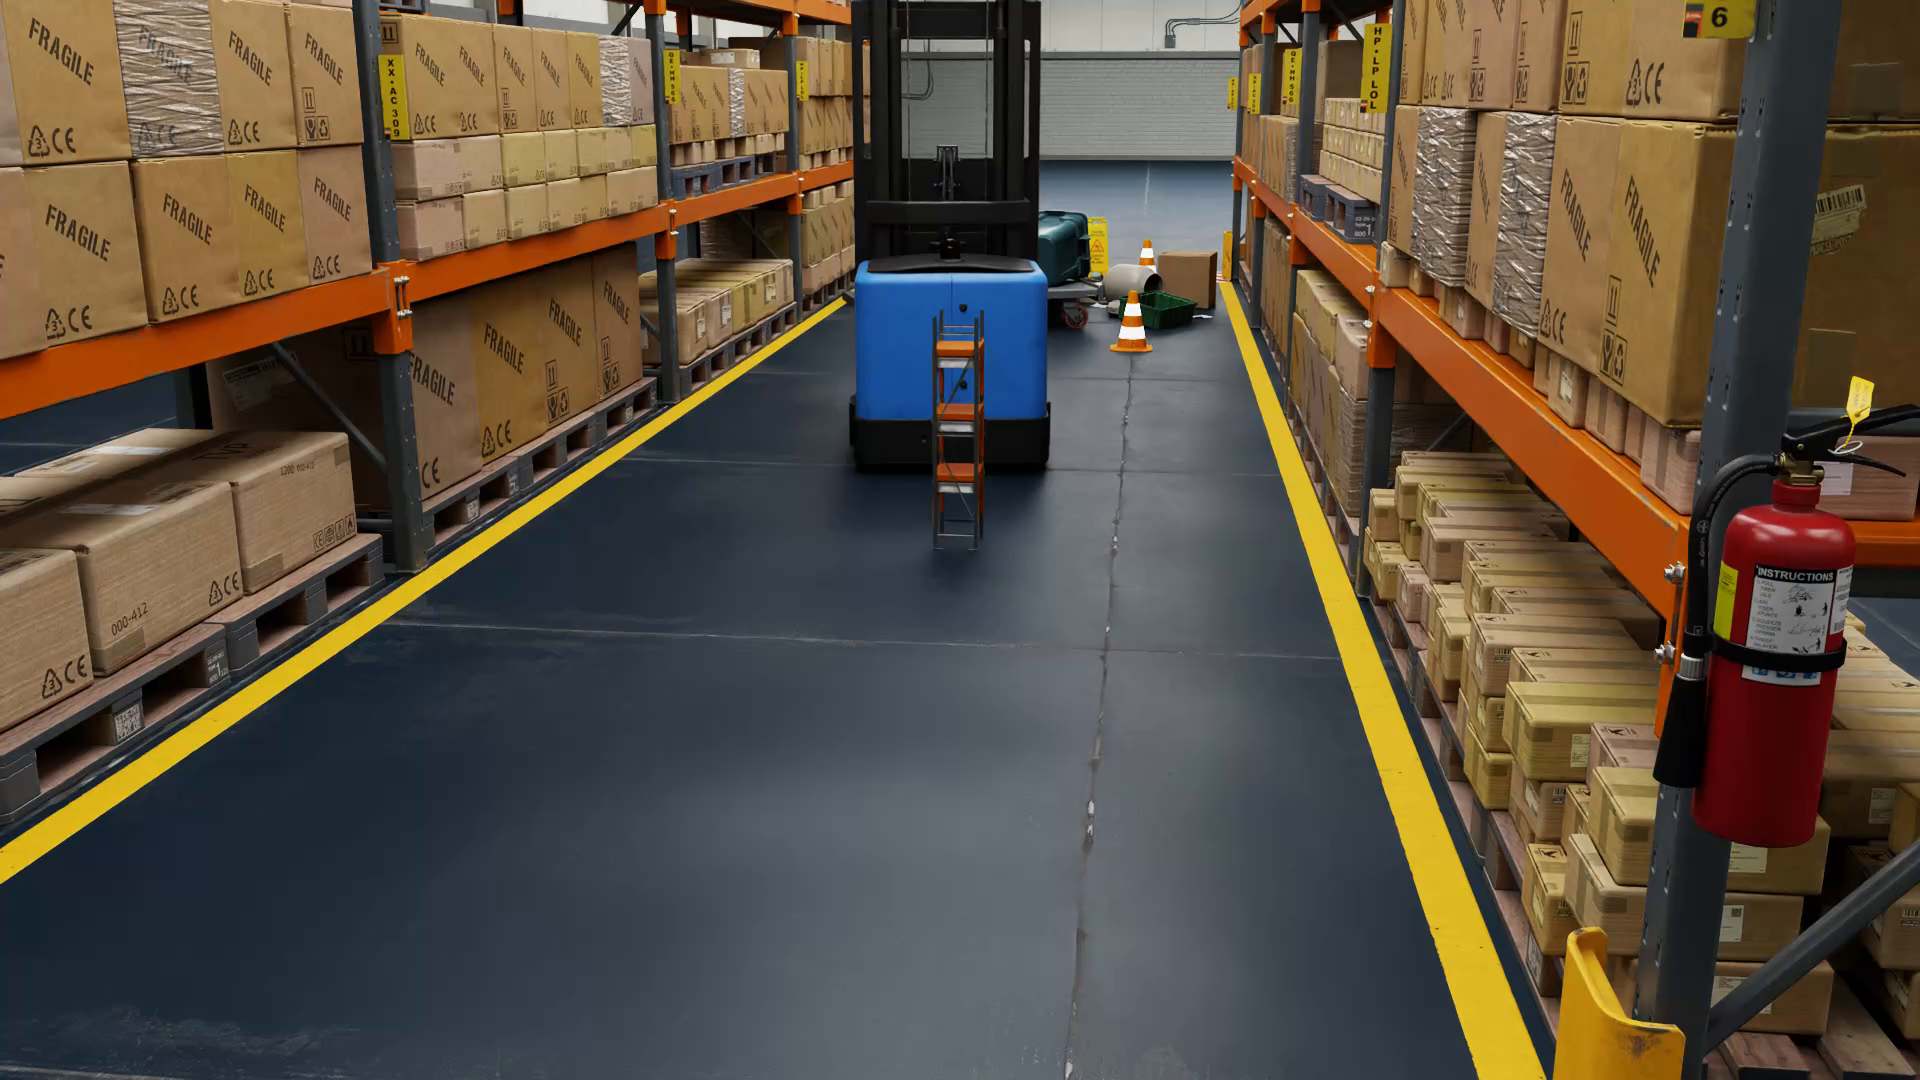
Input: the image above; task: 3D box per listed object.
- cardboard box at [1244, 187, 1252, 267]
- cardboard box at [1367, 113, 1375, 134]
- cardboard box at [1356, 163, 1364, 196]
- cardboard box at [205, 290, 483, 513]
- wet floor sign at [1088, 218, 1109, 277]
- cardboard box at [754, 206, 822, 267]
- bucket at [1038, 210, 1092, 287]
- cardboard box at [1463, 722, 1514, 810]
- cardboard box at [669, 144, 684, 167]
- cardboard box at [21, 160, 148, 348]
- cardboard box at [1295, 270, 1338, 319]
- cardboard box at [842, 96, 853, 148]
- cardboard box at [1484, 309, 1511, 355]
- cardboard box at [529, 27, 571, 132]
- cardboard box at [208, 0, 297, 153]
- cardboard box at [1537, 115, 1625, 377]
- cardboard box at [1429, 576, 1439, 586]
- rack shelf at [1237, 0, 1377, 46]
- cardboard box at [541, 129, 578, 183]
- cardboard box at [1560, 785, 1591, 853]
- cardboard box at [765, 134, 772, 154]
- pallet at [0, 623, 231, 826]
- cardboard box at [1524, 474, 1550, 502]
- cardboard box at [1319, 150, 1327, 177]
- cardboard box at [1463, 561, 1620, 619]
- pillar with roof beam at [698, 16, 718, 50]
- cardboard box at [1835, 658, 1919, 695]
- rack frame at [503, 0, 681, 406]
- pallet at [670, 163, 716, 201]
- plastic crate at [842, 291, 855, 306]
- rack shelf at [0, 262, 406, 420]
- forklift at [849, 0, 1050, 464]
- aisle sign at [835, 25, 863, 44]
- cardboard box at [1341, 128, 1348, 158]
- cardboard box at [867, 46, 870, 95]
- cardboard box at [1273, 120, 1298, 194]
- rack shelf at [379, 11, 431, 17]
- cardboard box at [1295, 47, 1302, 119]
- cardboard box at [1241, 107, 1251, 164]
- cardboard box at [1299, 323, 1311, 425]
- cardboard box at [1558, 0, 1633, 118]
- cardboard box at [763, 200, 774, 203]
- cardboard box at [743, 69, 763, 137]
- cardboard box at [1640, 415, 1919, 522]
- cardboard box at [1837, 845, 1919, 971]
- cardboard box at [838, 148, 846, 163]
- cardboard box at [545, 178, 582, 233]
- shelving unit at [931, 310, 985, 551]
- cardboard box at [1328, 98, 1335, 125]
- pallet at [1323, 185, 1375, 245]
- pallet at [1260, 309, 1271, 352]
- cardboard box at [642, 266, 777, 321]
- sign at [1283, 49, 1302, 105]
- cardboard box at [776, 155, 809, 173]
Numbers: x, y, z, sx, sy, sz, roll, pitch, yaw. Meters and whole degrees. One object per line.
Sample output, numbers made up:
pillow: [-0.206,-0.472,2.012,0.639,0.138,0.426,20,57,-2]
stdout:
cardboard box: [3.465,-3.316,17.444,0.875,0.875,0.875,2,15,7]
cardboard box: [2.094,-1.951,7.668,0.380,0.149,0.250,1,15,4]
cardboard box: [2.113,-1.732,7.999,0.380,0.149,0.250,2,15,9]
cardboard box: [-2.818,-0.664,7.637,0.875,0.875,0.875,2,15,8]
wet floor sign: [1.511,-3.246,18.430,0.267,0.644,0.232,-1,15,-3]
cardboard box: [-1.571,-2.781,15.227,0.500,0.500,0.500,2,15,9]
bucket: [0.749,-2.536,14.653,0.726,0.611,0.620,7,27,25]
cardboard box: [1.547,0.596,4.369,0.380,0.149,0.250,1,15,4]
cardboard box: [-2.070,-2.594,11.185,0.380,0.149,0.250,1,15,3]
cardboard box: [-2.776,-0.845,4.847,0.500,0.500,0.500,2,15,8]
cardboard box: [2.254,-1.428,9.744,0.500,0.250,0.500,1,15,4]
cardboard box: [-1.363,-4.220,16.760,0.500,0.500,0.500,2,15,6]
cardboard box: [1.680,-0.605,4.635,0.380,0.149,0.250,2,15,8]
cardboard box: [-2.332,-2.357,8.527,0.500,0.500,0.500,1,15,5]
cardboard box: [-2.653,-1.593,5.699,0.500,0.500,0.500,1,15,5]
cardboard box: [1.528,-0.616,3.433,0.500,0.500,0.500,1,15,5]
cardboard box: [1.798,0.113,5.586,0.380,0.149,0.250,1,15,3]
rack shelf: [3.250,-4.899,15.663,1.077,0.370,4.000,2,15,6]
cardboard box: [-2.309,-1.996,8.627,0.500,0.250,0.500,1,15,5]
cardboard box: [1.529,0.652,3.593,0.380,0.149,0.250,1,15,5]
cardboard box: [-1.730,-3.203,13.437,0.380,0.149,0.250,1,15,5]
pallet: [-3.107,0.535,5.281,1.003,0.211,1.213,2,15,6]
cardboard box: [2.340,-0.218,6.239,0.380,0.149,0.250,2,15,8]
cardboard box: [2.322,-2.213,9.776,0.380,0.149,0.250,1,15,5]
cardboard box: [1.675,0.170,4.805,0.380,0.149,0.250,2,15,7]
pillar with roof beam: [-1.052,-11.865,34.302,9.100,9.000,0.400,2,15,6]
cardboard box: [2.080,0.390,3.990,0.380,0.149,0.250,1,15,4]
rack frame: [-2.357,-2.361,10.648,1.000,3.000,0.127,2,15,6]
pallet: [-2.382,-2.457,11.368,1.213,0.211,1.003,2,15,6]
plastic crate: [-0.914,-2.372,16.282,0.402,0.080,0.583,-4,16,-13]
rack shelf: [-3.034,-0.458,4.987,1.077,0.370,4.000,2,15,6]
forklift: [-0.088,-2.149,9.995,1.130,2.935,3.031,0,15,-2]
aisle sign: [-1.159,-5.699,18.010,0.394,0.787,0.004,2,15,6]
cardboard box: [2.206,-2.078,8.706,0.380,0.149,0.250,2,15,6]
cardboard box: [-1.295,-4.972,17.625,0.700,0.500,0.500,1,15,5]
cardboard box: [2.471,-2.674,11.612,0.500,0.500,0.500,1,15,5]
rack shelf: [-6.612,-5.163,16.642,1.077,0.370,4.000,2,15,6]
cardboard box: [2.802,-3.286,11.959,0.700,0.500,0.500,2,15,6]
cardboard box: [3.250,-4.007,16.445,0.875,0.550,0.550,2,15,6]
cardboard box: [2.186,-0.931,9.344,0.500,0.500,0.500,2,15,7]
cardboard box: [1.532,-1.099,3.302,0.500,0.500,0.500,1,15,4]
cardboard box: [-1.993,-3.062,16.265,0.500,0.500,0.500,3,15,9]
cardboard box: [-1.849,-3.404,12.940,0.500,0.500,0.500,2,15,8]
cardboard box: [1.426,-0.138,2.909,0.380,0.149,0.250,2,15,6]
cardboard box: [1.984,0.735,3.285,0.380,0.149,0.250,2,15,9]
cardboard box: [-1.359,-3.878,16.738,0.380,0.149,0.250,2,15,6]
cardboard box: [-2.300,-1.754,8.689,0.500,0.250,0.500,1,15,5]
shelving unit: [-0.006,-0.493,7.474,0.215,1.050,0.252,2,15,6]
cardboard box: [2.300,-2.426,9.426,0.380,0.149,0.250,1,15,5]
pallet: [2.390,-1.634,8.328,1.003,0.211,1.213,2,15,6]
pallet: [3.012,-1.731,13.658,1.003,0.211,1.213,2,15,6]
cardboard box: [-2.040,-2.010,13.580,0.950,0.372,0.625,3,15,10]
sign: [2.021,-2.816,10.112,0.100,0.325,0.005,2,15,6]
cardboard box: [-1.551,-3.350,14.785,0.380,0.149,0.250,2,15,6]
